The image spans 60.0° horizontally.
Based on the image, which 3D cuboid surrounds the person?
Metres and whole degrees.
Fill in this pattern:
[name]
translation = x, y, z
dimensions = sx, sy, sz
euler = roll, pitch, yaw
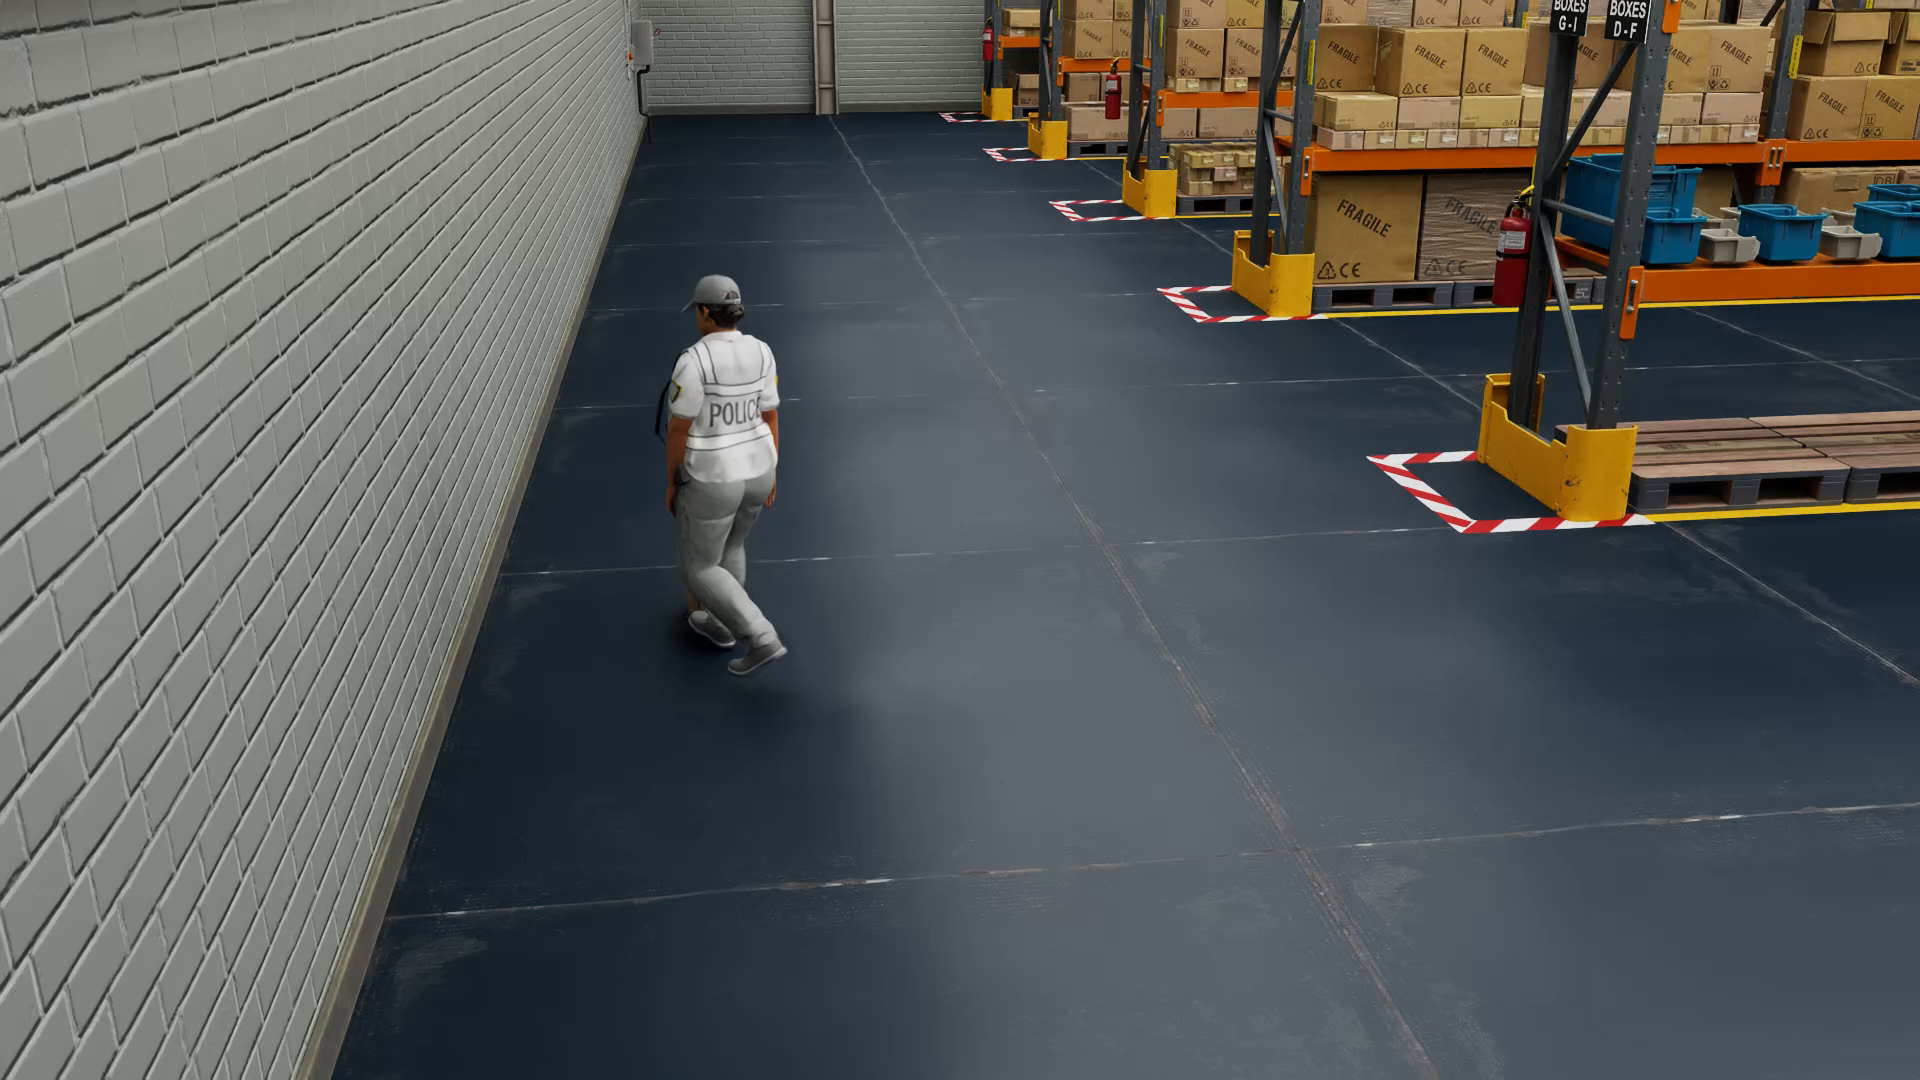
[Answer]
[person]
translation = -0.960, -0.252, 6.741
dimensions = 0.821, 1.635, 0.488
euler = 17, 26, 38
